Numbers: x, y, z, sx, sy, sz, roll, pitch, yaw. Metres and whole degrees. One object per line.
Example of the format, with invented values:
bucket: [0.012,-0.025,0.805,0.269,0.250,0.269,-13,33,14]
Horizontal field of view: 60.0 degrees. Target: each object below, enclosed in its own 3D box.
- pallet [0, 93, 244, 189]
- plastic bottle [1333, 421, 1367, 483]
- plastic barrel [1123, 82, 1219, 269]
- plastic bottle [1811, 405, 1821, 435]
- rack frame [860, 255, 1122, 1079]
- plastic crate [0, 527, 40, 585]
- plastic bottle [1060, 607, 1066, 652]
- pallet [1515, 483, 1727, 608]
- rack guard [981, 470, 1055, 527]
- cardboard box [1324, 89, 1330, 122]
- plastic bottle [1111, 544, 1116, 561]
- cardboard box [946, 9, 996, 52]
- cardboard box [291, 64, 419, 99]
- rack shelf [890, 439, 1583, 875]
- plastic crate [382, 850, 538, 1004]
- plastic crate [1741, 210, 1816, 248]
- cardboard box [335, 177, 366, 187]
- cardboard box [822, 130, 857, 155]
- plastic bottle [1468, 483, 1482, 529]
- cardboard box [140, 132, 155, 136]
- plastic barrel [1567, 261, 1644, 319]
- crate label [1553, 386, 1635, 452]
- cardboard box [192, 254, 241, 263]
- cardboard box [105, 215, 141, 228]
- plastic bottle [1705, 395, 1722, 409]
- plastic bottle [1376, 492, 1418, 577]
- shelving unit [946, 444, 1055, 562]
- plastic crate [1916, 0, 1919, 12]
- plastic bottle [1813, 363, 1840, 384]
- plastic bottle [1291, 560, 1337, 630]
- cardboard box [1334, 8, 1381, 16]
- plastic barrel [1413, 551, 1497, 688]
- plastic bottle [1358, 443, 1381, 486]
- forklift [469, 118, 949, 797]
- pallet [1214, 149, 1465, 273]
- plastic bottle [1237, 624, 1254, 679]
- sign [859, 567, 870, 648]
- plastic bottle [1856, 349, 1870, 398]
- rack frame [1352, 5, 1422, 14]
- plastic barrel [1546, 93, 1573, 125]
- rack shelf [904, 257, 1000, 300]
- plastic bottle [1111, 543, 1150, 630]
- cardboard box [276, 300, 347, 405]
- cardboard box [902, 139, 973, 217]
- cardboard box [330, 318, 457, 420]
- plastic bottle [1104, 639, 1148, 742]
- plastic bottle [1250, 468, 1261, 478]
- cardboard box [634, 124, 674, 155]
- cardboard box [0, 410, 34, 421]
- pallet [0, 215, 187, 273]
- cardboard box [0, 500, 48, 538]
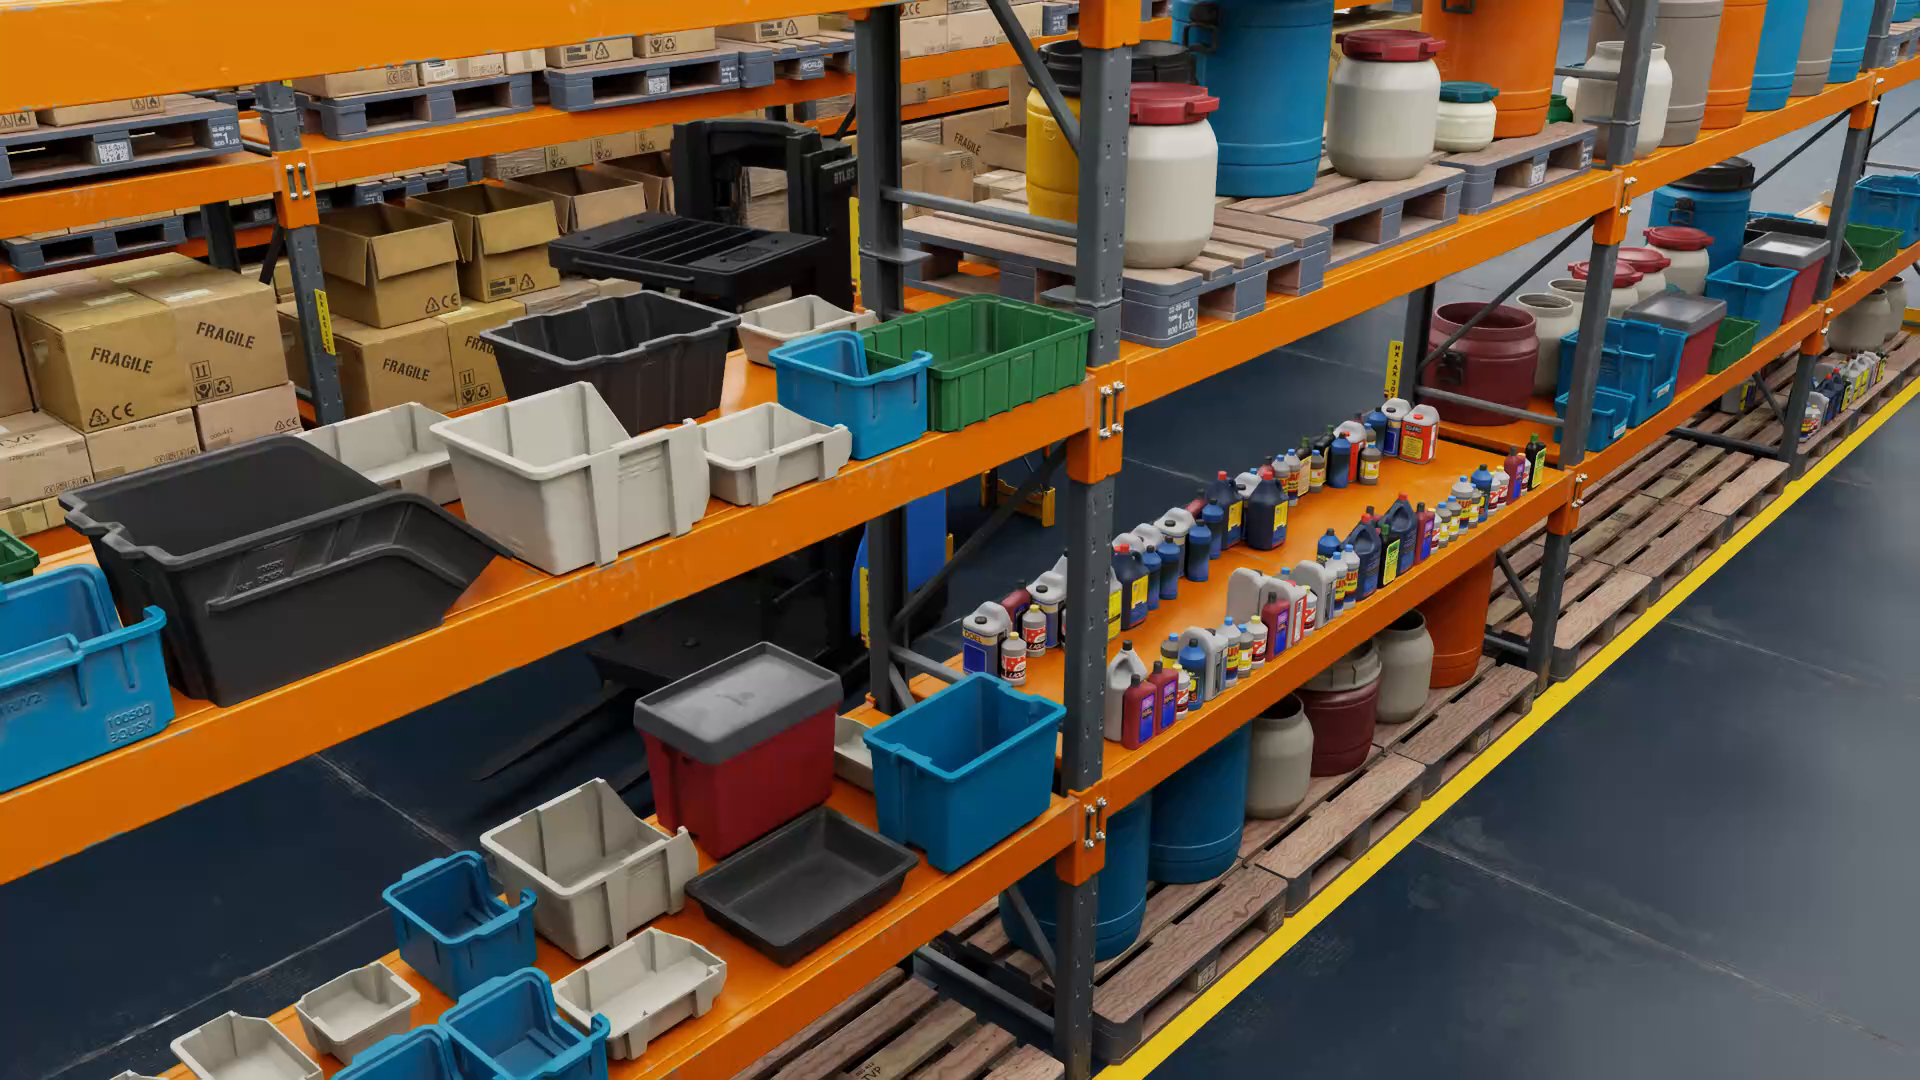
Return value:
pallet: [-4.166,-1.897,7.758,1.003,0.211,1.213,20,31,38]
plastic bottle: [1.908,-0.441,8.218,0.152,0.276,0.135,20,31,38]
plastic barrel: [0.615,-1.178,5.364,0.433,0.535,0.433,0,24,0]
plastic bottle: [6.091,-0.864,11.893,0.097,0.201,0.097,0,24,0]
rack frame: [0.077,0.537,5.887,1.000,3.000,0.127,20,31,38]
plastic crate: [-2.147,0.105,3.442,0.450,0.188,0.336,20,31,38]
plastic bottle: [0.448,0.336,6.577,0.097,0.201,0.097,0,24,0]
pallet: [4.106,-0.005,10.503,1.003,0.211,1.213,20,31,38]
rack guard: [0.383,-0.289,11.089,0.587,0.250,0.087,20,31,38]
cardboard box: [3.057,-4.018,15.560,0.875,0.500,0.500,20,31,38]
plastic bottle: [0.570,0.134,6.846,0.144,0.351,0.185,20,31,38]
cardboard box: [-0.096,-3.565,11.551,0.500,0.250,0.500,21,32,39]
cardboard box: [-3.232,-2.601,8.583,0.700,0.500,0.500,21,32,39]
rack shelf: [1.411,0.256,7.393,1.077,0.370,4.000,20,31,38]
plastic crate: [-1.413,1.109,4.742,0.416,0.233,0.300,20,31,38]
plastic crate: [5.952,-2.244,12.270,0.499,0.251,0.616,20,31,38]
cardboard box: [-5.063,-2.992,13.551,0.380,0.149,0.250,20,31,37]
cardboard box: [-1.427,-4.033,18.162,0.875,0.875,0.875,21,31,38]
plastic bottle: [2.354,-0.162,7.688,0.097,0.201,0.097,0,24,0]
cardboard box: [-6.245,-3.122,13.113,0.380,0.149,0.250,18,30,35]
plastic barrel: [3.836,-1.376,9.986,0.433,0.535,0.433,0,24,0]
crate label: [3.307,-0.632,8.697,0.303,0.233,0.416,20,31,38]
cardboard box: [-6.234,-2.208,13.633,0.500,0.250,0.500,19,30,35]
cardboard box: [-6.282,-2.433,12.305,0.380,0.149,0.250,20,31,38]
plastic bottle: [5.631,-1.168,12.388,0.144,0.351,0.185,19,30,36]
plastic bottle: [1.894,-0.034,7.221,0.144,0.351,0.185,20,31,38]
shelving unit: [0.051,-0.708,10.495,0.587,1.500,1.083,20,31,38]
plastic crate: [7.037,-3.818,11.951,0.392,0.384,0.575,20,31,38]
plastic bottle: [6.546,-1.211,12.576,0.152,0.276,0.135,20,31,38]
plastic bottle: [1.442,0.204,6.781,0.152,0.276,0.135,20,31,38]
cardboard box: [3.827,-5.016,16.563,0.500,0.500,0.500,20,31,38]
plastic barrel: [2.432,0.270,8.620,0.600,0.830,0.708,20,31,38]
plastic bottle: [2.013,-0.378,8.170,0.097,0.201,0.097,0,24,0]
forklift: [-1.241,-0.494,8.270,1.130,2.935,3.031,13,27,27]
pallet: [1.282,-1.358,6.676,1.003,0.211,1.213,20,31,38]
plastic bottle: [1.076,0.421,6.387,0.097,0.201,0.097,0,24,0]
sign: [-0.332,0.260,6.166,0.100,0.325,0.005,20,31,38]
plastic bottle: [6.797,-1.269,12.614,0.144,0.351,0.185,22,32,40]
rack frame: [4.397,-4.472,17.057,1.000,3.000,0.127,20,31,38]
plastic barrel: [2.873,-2.069,8.222,0.294,0.245,0.294,0,24,0]
rack shelf: [0.393,-2.315,13.127,1.077,0.370,4.000,20,31,38]
plastic bottle: [0.677,0.173,6.758,0.144,0.351,0.185,20,31,38]
cardboard box: [-3.503,-1.078,9.366,0.500,0.500,0.500,20,31,38]
cardboard box: [-0.314,-2.644,12.346,0.500,0.500,0.700,-19,30,-36]
cardboard box: [-3.119,-0.933,9.043,0.500,0.500,0.500,20,31,38]
plastic bottle: [0.580,0.528,5.966,0.144,0.351,0.185,20,31,38]
plastic bottle: [1.348,-0.200,7.687,0.097,0.271,0.097,0,24,0]
cardboard box: [-3.059,-3.989,15.857,0.500,0.500,0.500,20,31,37]
cardboard box: [-4.798,-0.502,8.023,0.500,0.250,0.500,21,32,39]
pallet: [-6.620,-2.306,12.462,1.003,0.211,1.213,20,31,38]
cardboard box: [-4.429,-0.127,7.674,0.380,0.149,0.250,20,31,37]
